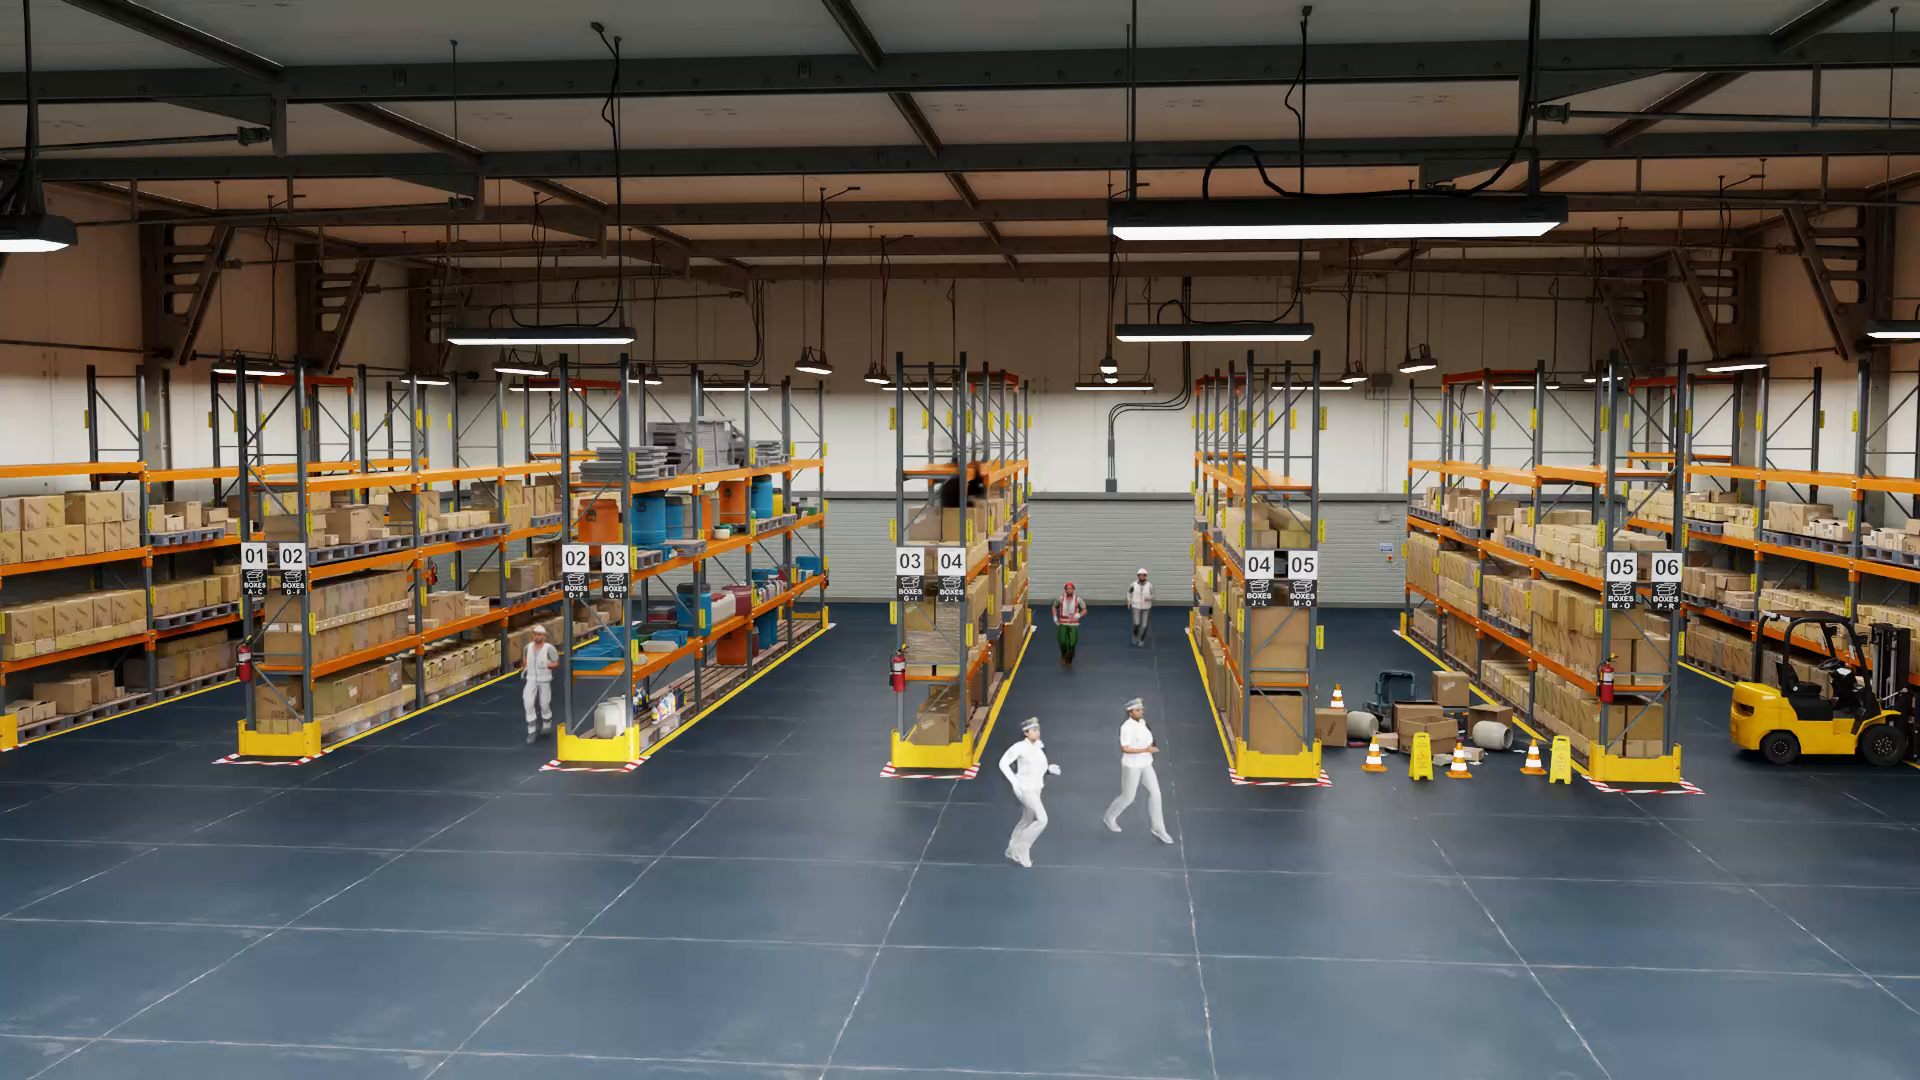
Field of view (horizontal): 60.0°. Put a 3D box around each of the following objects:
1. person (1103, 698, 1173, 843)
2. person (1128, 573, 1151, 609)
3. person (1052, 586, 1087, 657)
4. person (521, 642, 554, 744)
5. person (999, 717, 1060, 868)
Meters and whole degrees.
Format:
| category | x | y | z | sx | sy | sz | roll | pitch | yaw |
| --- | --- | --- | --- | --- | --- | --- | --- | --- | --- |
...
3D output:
| category | x | y | z | sx | sy | sz | roll | pitch | yaw |
| --- | --- | --- | --- | --- | --- | --- | --- | --- | --- |
| person | 2.137 | 2.735 | 19.976 | 0.379 | 1.706 | 0.935 | -4 | 6 | -43 |
| person | 3.984 | 1.119 | 36.790 | 0.522 | 0.856 | 0.538 | 0 | 4 | 2 |
| person | 2.198 | 1.640 | 33.552 | 0.723 | 1.474 | 0.513 | 1 | 4 | 9 |
| person | -6.639 | 2.381 | 26.126 | 0.512 | 1.602 | 0.784 | 0 | 4 | 0 |
| person | 0.811 | 2.837 | 18.764 | 0.667 | 1.710 | 0.584 | 3 | 5 | 35 |
